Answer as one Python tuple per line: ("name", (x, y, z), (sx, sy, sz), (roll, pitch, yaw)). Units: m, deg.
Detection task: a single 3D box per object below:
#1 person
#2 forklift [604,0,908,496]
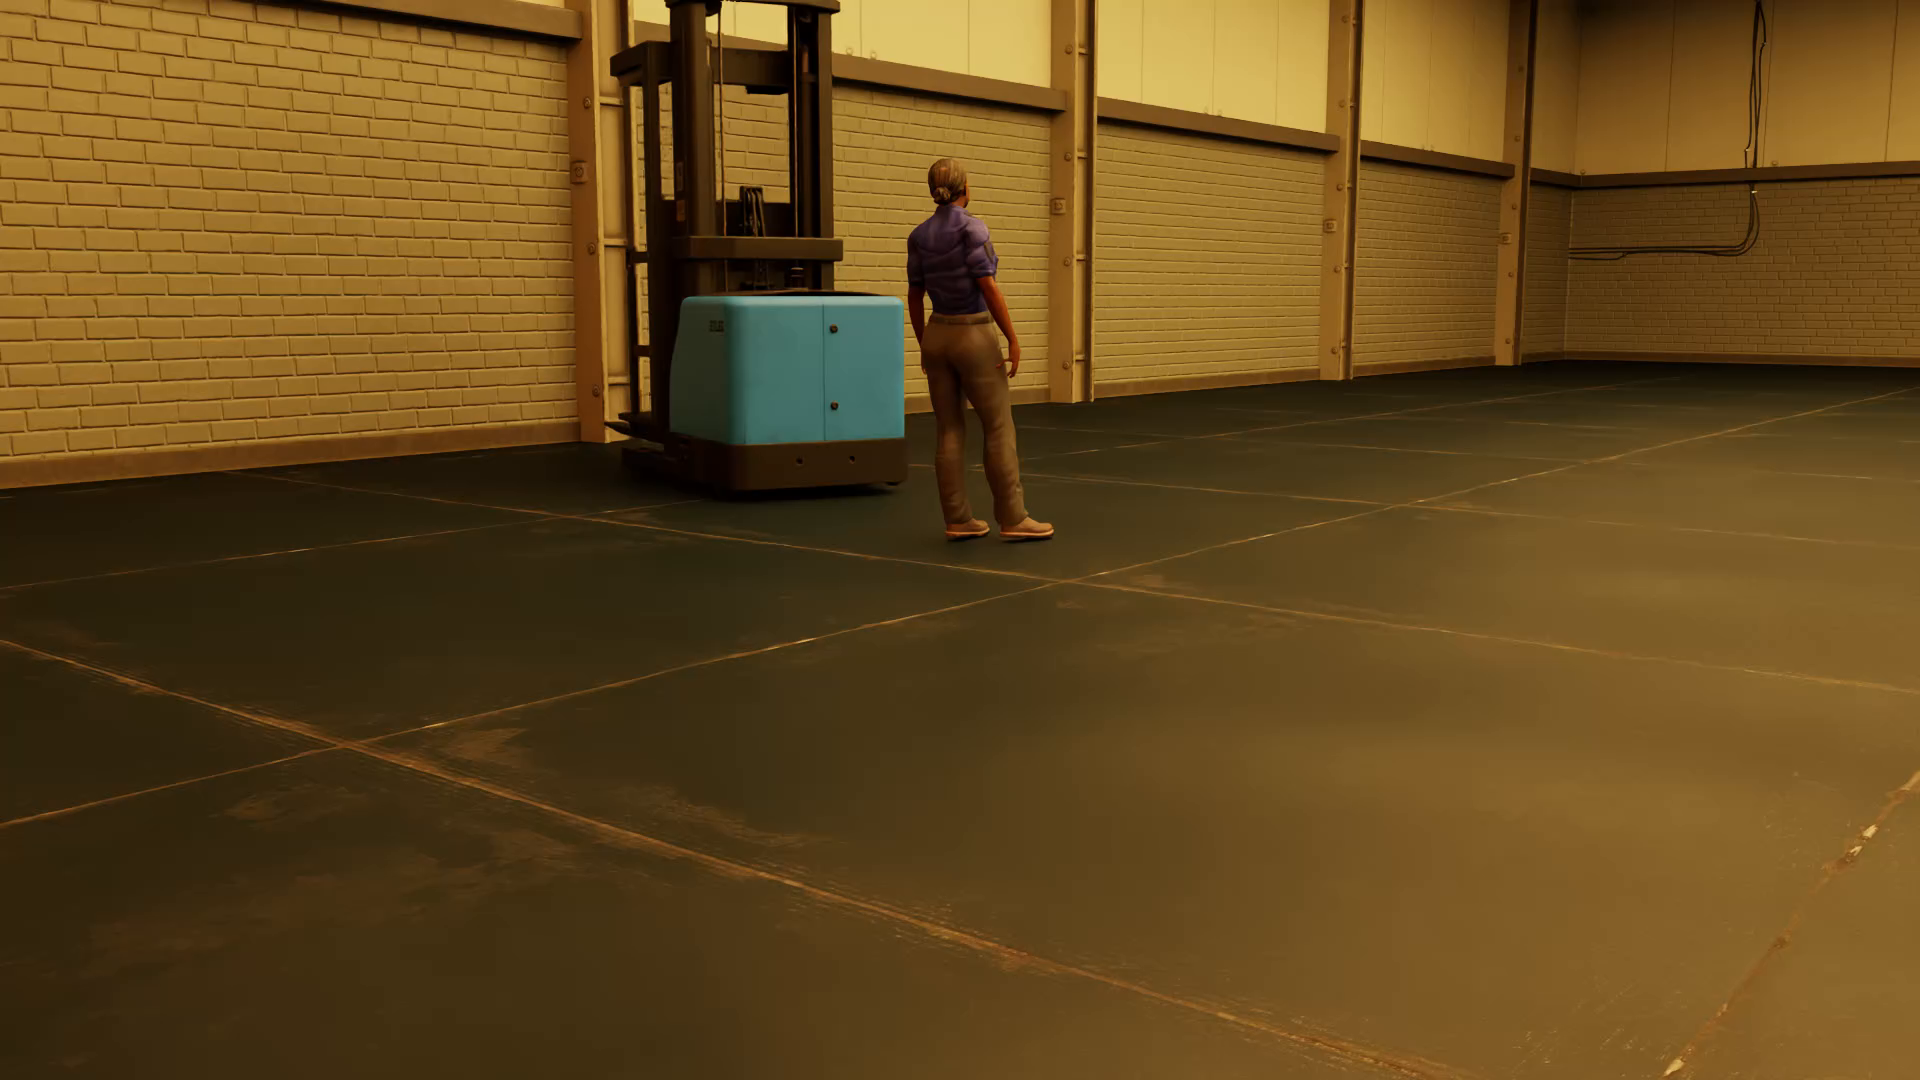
("person", (0.070, -0.834, 7.340), (0.570, 1.656, 0.503), (7, 11, 38))
("forklift", (-1.421, -1.859, 9.987), (1.130, 2.935, 3.031), (-4, 9, -28))
